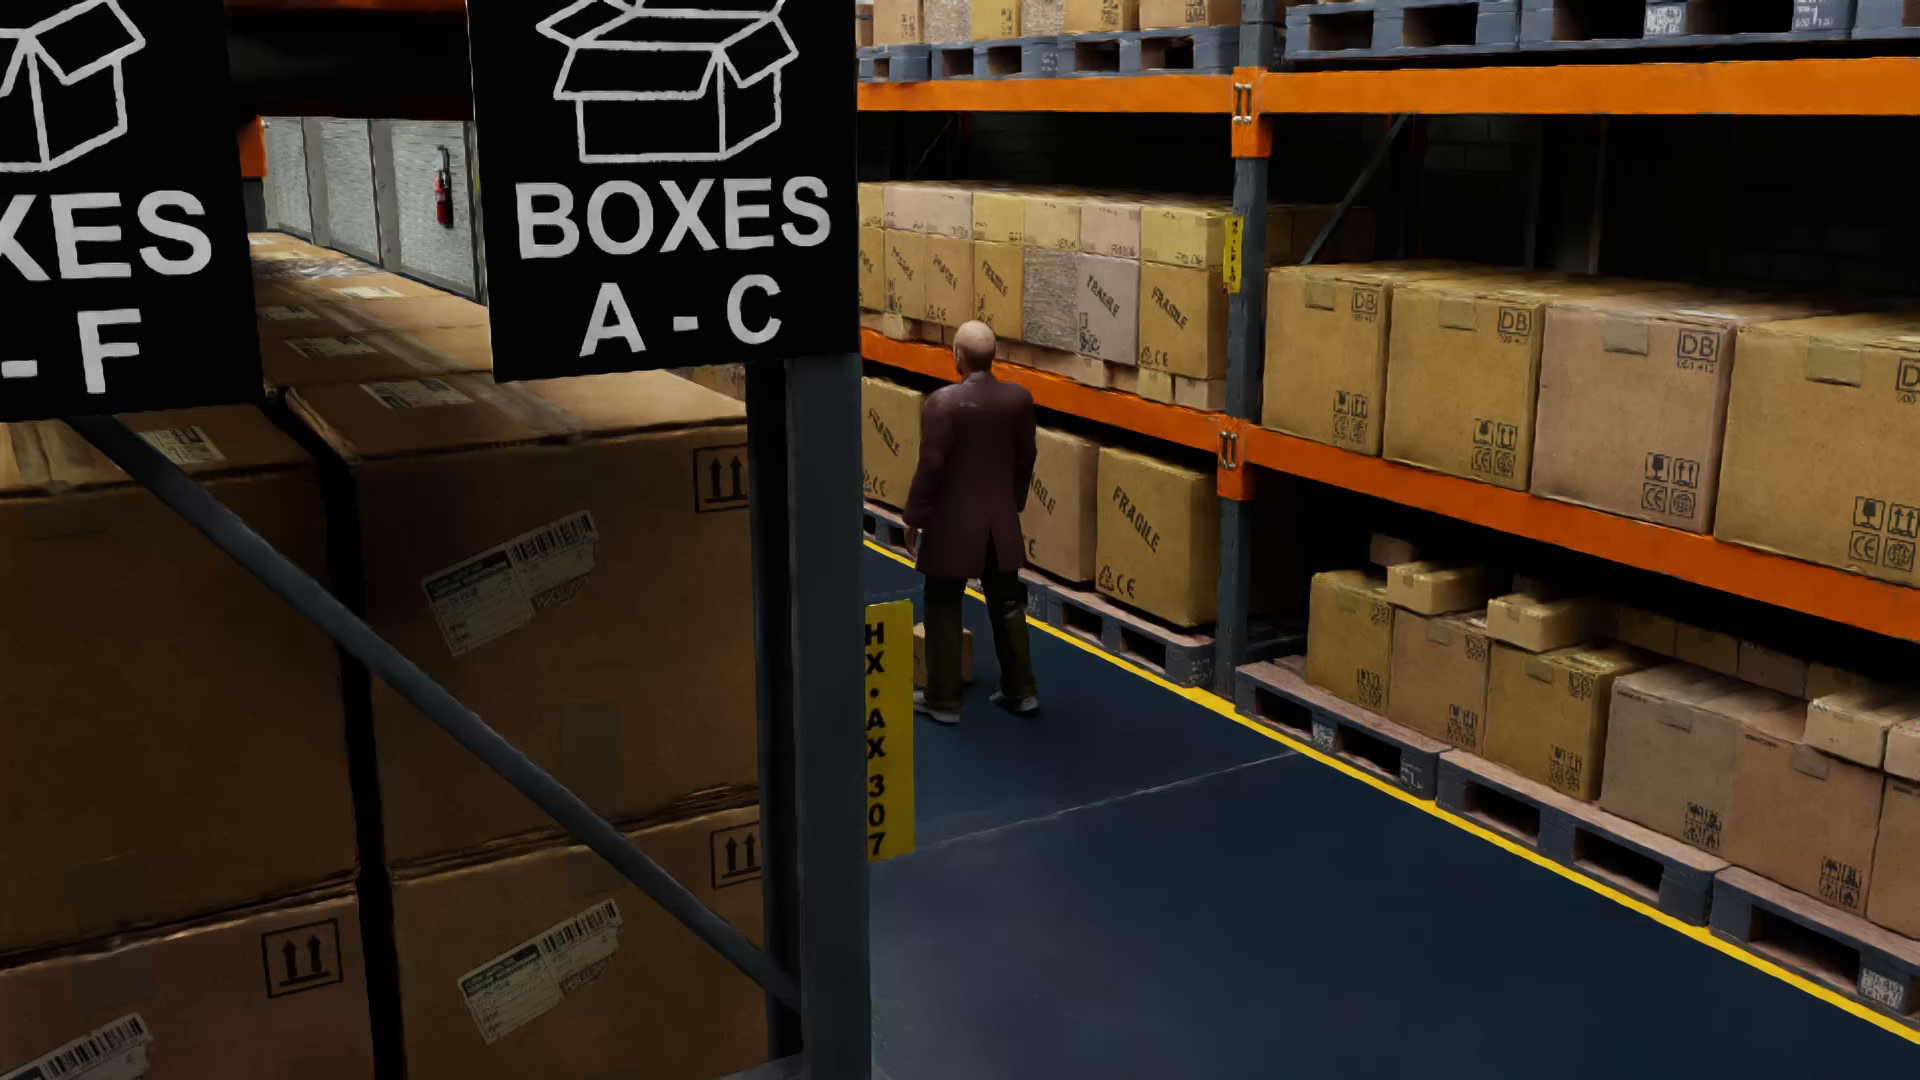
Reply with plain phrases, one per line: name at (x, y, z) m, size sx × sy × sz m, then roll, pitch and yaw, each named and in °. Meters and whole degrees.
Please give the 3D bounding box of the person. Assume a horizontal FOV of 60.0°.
person at (0.030, -0.059, 7.351) m, size 0.645 × 1.822 × 0.476 m, roll -8°, pitch 17°, yaw -29°
